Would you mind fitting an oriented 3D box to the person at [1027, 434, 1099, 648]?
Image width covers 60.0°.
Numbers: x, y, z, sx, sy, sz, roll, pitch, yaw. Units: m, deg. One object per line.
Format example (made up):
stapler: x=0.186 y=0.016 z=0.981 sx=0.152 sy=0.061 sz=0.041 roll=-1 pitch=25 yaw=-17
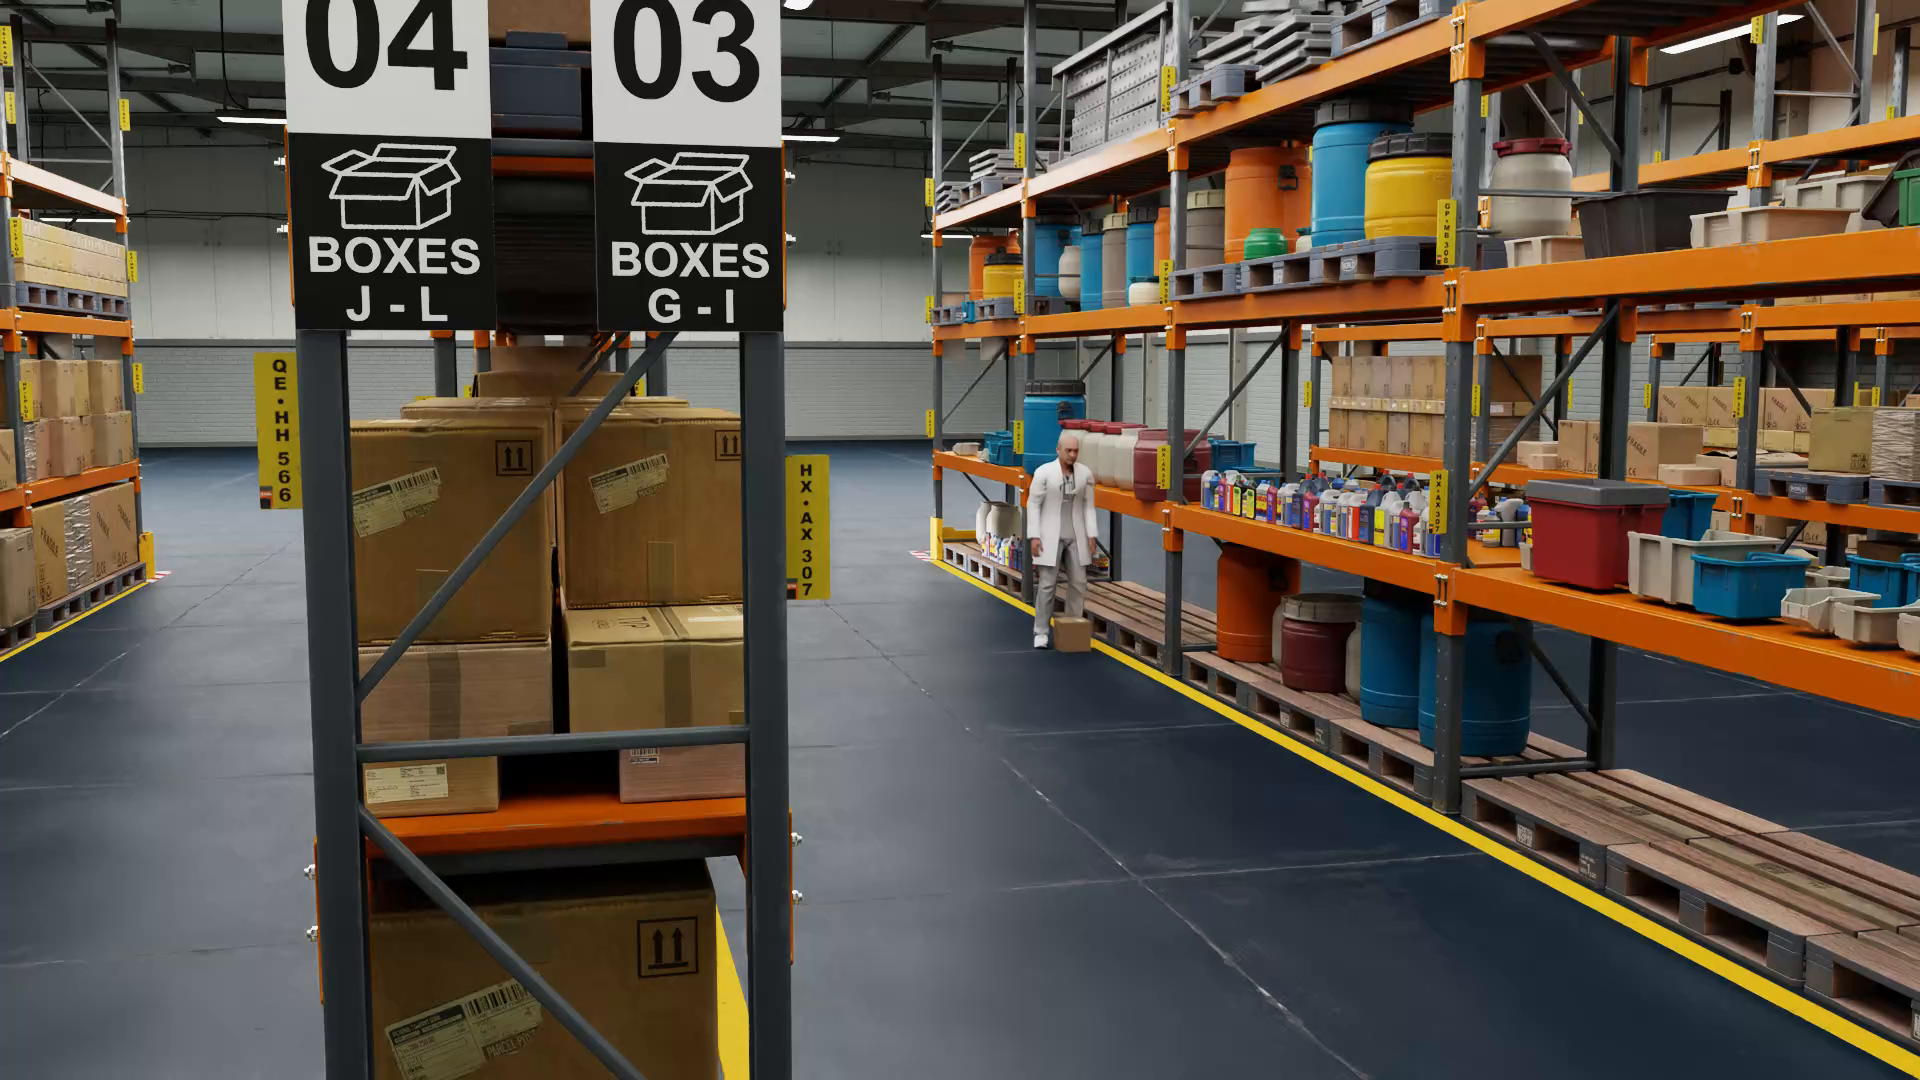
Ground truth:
person: x=0.864 y=0.000 z=13.891 sx=0.637 sy=1.773 sz=0.428 roll=-2 pitch=6 yaw=-16
